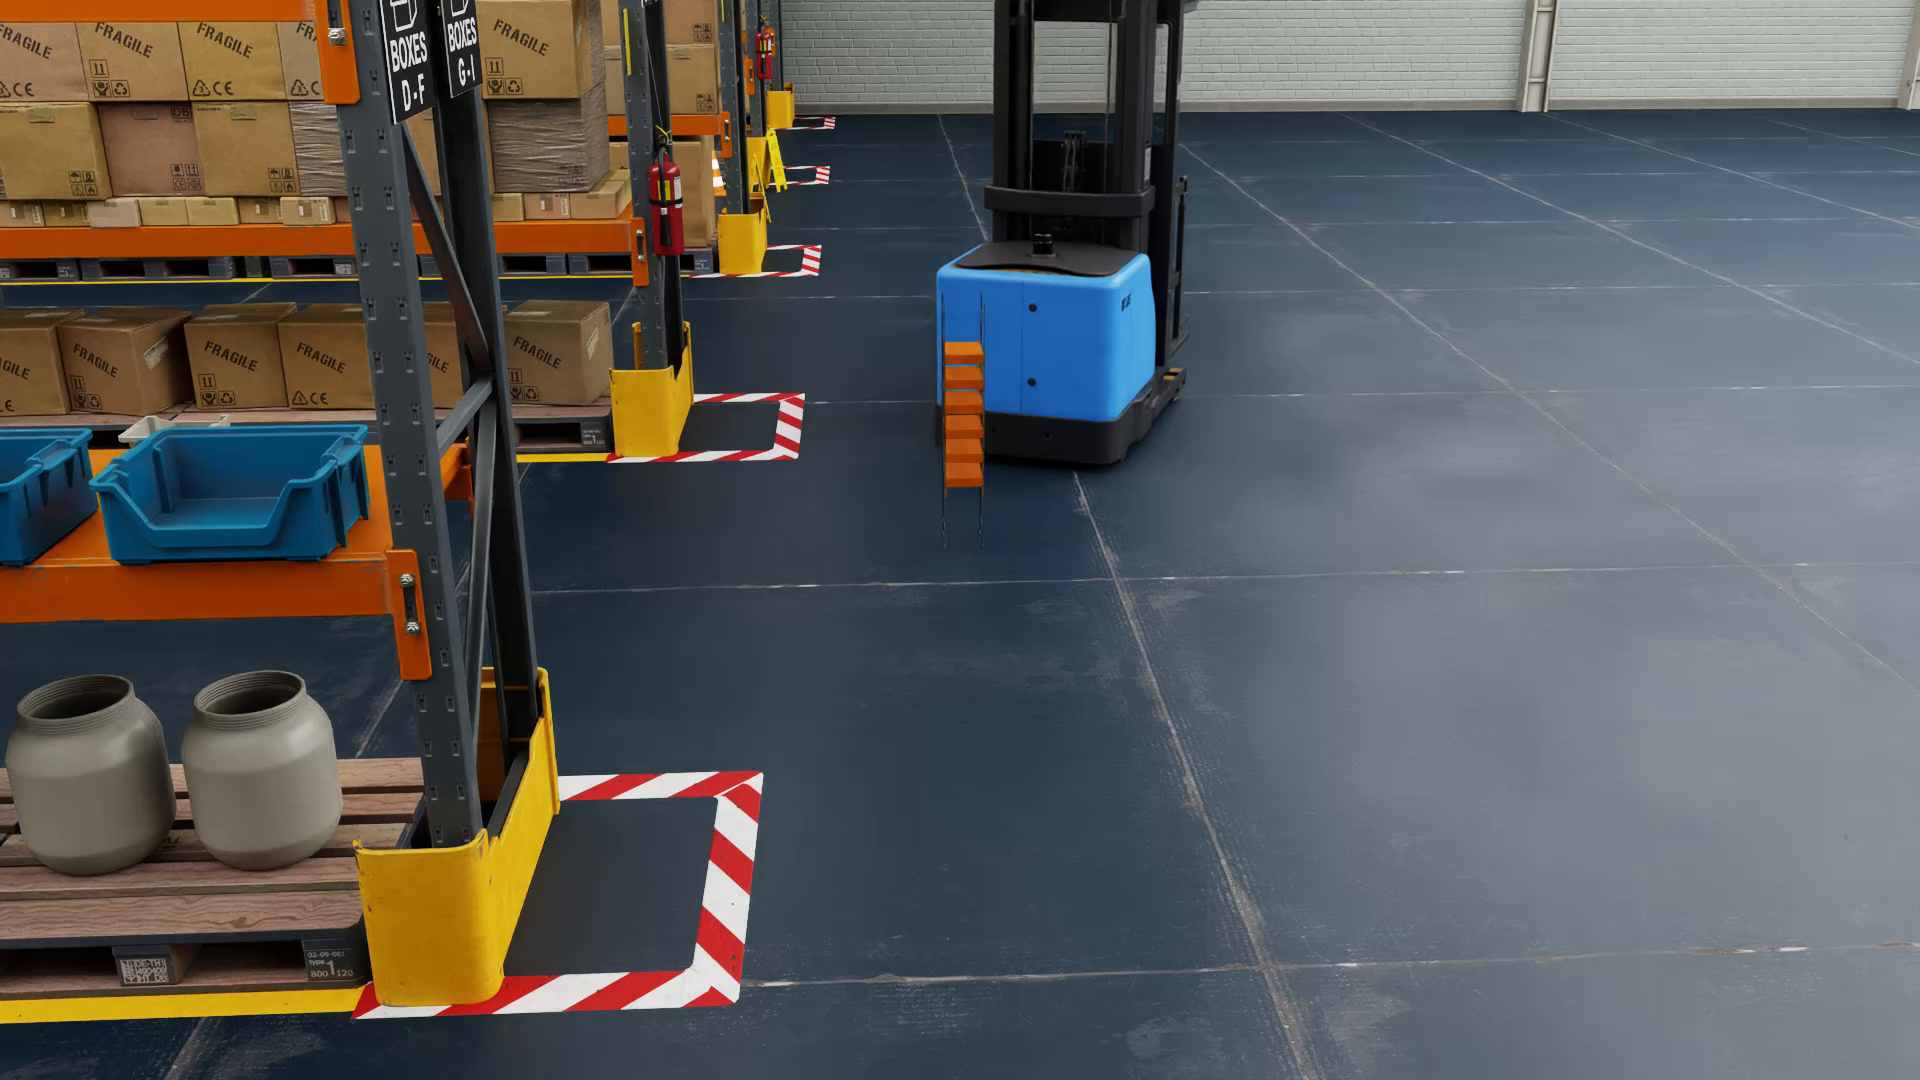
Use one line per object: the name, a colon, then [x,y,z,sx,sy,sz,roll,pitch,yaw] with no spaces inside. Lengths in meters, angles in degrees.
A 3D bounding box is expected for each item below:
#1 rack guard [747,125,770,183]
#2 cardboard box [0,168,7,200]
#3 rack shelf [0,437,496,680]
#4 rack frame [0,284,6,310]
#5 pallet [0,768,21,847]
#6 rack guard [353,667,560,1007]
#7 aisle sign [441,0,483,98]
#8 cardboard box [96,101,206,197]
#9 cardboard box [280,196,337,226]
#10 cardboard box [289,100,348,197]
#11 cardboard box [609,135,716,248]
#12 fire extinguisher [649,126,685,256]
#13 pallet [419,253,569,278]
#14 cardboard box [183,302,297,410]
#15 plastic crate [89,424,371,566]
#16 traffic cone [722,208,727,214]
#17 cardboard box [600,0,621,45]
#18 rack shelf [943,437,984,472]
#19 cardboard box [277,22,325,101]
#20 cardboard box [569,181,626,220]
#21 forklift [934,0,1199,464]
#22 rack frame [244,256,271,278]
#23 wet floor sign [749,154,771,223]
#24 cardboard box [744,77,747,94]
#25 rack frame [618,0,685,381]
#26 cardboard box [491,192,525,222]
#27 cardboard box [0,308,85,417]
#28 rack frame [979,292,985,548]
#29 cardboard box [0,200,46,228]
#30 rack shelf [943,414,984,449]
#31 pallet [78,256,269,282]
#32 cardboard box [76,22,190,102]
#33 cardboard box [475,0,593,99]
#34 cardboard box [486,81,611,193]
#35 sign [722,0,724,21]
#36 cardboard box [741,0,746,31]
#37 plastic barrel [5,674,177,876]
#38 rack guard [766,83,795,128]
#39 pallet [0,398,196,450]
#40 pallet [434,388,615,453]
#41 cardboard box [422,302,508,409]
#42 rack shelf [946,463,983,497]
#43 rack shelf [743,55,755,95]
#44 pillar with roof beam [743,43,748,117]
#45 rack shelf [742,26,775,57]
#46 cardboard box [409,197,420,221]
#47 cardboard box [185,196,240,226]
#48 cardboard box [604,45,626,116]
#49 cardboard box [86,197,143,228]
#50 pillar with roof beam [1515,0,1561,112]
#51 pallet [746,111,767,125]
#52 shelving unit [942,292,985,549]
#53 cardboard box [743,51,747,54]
rack guard: [-2.369,-4.427,19.047,0.348,0.500,1.175,-1,21,-3]
cardboard box: [-5.268,-2.168,9.042,0.500,0.500,0.875,-1,21,-3]
rack shelf: [-3.441,0.060,4.760,4.000,0.370,1.077,-1,21,-3]
rack frame: [-5.721,-1.995,9.146,0.127,3.000,1.000,-1,21,-3]
pallet: [-3.544,1.043,5.086,1.213,0.211,1.003,-1,21,-3]
rack guard: [-1.518,0.869,5.135,0.348,0.500,1.175,-1,21,-3]
aisle sign: [-1.389,-1.638,4.553,0.004,0.787,0.394,-1,21,-3]
cardboard box: [-4.273,-2.212,9.156,0.500,0.500,0.875,-1,21,-3]
cardboard box: [-3.492,-1.812,9.019,0.250,0.149,0.380,-1,21,-3]
cardboard box: [-3.272,-2.213,9.160,0.500,0.500,0.875,-1,21,-3]
cardboard box: [-2.583,-3.007,14.198,0.875,0.875,0.875,-1,21,-3]
fire extinguisher: [-1.587,-1.879,8.950,0.183,0.674,0.296,-1,21,-3]
pallet: [-3.918,-2.470,14.311,1.213,0.211,1.003,-1,21,-3]
cardboard box: [-4.132,-1.072,9.644,0.500,0.500,0.500,-3,21,-8]
plastic crate: [-1.927,-0.131,4.459,0.616,0.251,0.499,-1,21,-3]
traffic cone: [-2.246,-3.557,16.813,0.334,0.463,0.336,-1,21,-3]
cardboard box: [-2.826,-4.378,13.675,0.550,0.550,0.875,-1,21,-3]
rack shelf: [0.014,-0.407,7.967,0.180,0.103,0.258,-1,21,-3]
cardboard box: [-3.260,-2.609,8.795,0.500,0.500,0.500,-1,21,-3]
cardboard box: [-2.000,-1.880,9.197,0.250,0.149,0.380,-1,21,-3]
forklift: [0.806,-2.270,9.964,1.130,2.935,3.031,7,22,17]
rack frame: [-5.903,-3.759,13.779,0.127,3.000,1.000,-1,21,-3]
wet floor sign: [-1.994,-3.444,16.261,0.232,0.644,0.267,-5,21,-12]
cardboard box: [-3.048,-6.384,23.245,0.500,0.250,0.500,-1,21,-4]
rack frame: [-1.727,-2.077,9.360,0.127,3.000,1.000,-1,21,-3]
cardboard box: [-2.496,-1.852,9.122,0.250,0.149,0.380,-1,21,-3]
cardboard box: [-5.319,-1.017,9.500,0.500,0.500,0.500,-2,21,-5]
rack frame: [0.106,-0.563,7.913,0.006,1.200,0.240,-1,21,-3]
cardboard box: [-4.991,-1.791,8.962,0.250,0.149,0.380,-1,21,-3]
rack shelf: [0.014,-0.520,7.924,0.180,0.103,0.258,-1,21,-3]
pallet: [-6.669,-2.414,14.164,1.213,0.211,1.003,-1,21,-3]
cardboard box: [-4.259,-2.588,8.739,0.500,0.500,0.500,-1,21,-3]
cardboard box: [-2.262,-2.631,8.851,0.500,0.500,0.500,-1,21,-3]
cardboard box: [-2.278,-2.261,9.285,0.500,0.500,0.875,-1,21,-3]
sign: [-1.892,-4.299,13.238,0.005,0.325,0.100,-1,21,-3]
cardboard box: [-3.056,-7.304,22.948,0.500,0.500,0.500,-2,21,-4]
plastic barrel: [-2.598,0.700,4.973,0.421,0.512,0.421,0,21,0]
rack guard: [-2.556,-6.192,23.683,0.348,0.500,1.175,-1,21,-3]
pallet: [-5.052,-0.718,9.711,1.213,0.211,1.003,-1,21,-3]
pallet: [-2.616,-0.768,9.841,1.213,0.211,1.003,-1,21,-3]
cardboard box: [-2.946,-1.074,9.648,0.500,0.500,0.500,4,21,11]
rack shelf: [0.014,-0.295,8.009,0.180,0.103,0.258,-1,21,-3]
rack shelf: [-4.290,-5.220,18.627,4.000,0.370,1.077,-1,21,-3]
pillar with roof beam: [-3.081,-8.941,18.957,0.400,9.000,9.100,-1,21,-3]
rack shelf: [-4.577,-6.983,23.258,4.000,0.370,1.077,-1,21,-3]
cardboard box: [-2.999,-1.862,9.149,0.250,0.149,0.380,-1,21,-3]
cardboard box: [-3.992,-1.811,9.014,0.250,0.149,0.380,-1,21,-3]
cardboard box: [-2.825,-3.868,13.854,0.550,0.550,0.875,-1,21,-3]
cardboard box: [-4.490,-1.790,8.959,0.250,0.149,0.380,-1,21,-3]
pillar with roof beam: [8.900,-9.184,19.597,0.400,9.000,9.100,-1,21,-3]
pallet: [-3.341,-6.027,23.653,1.213,0.211,1.003,-1,21,-3]
shelving unit: [0.014,-0.561,7.908,0.189,1.200,0.258,-1,21,-3]
cardboard box: [-3.071,-6.796,23.625,0.500,0.250,0.500,-1,21,-4]
